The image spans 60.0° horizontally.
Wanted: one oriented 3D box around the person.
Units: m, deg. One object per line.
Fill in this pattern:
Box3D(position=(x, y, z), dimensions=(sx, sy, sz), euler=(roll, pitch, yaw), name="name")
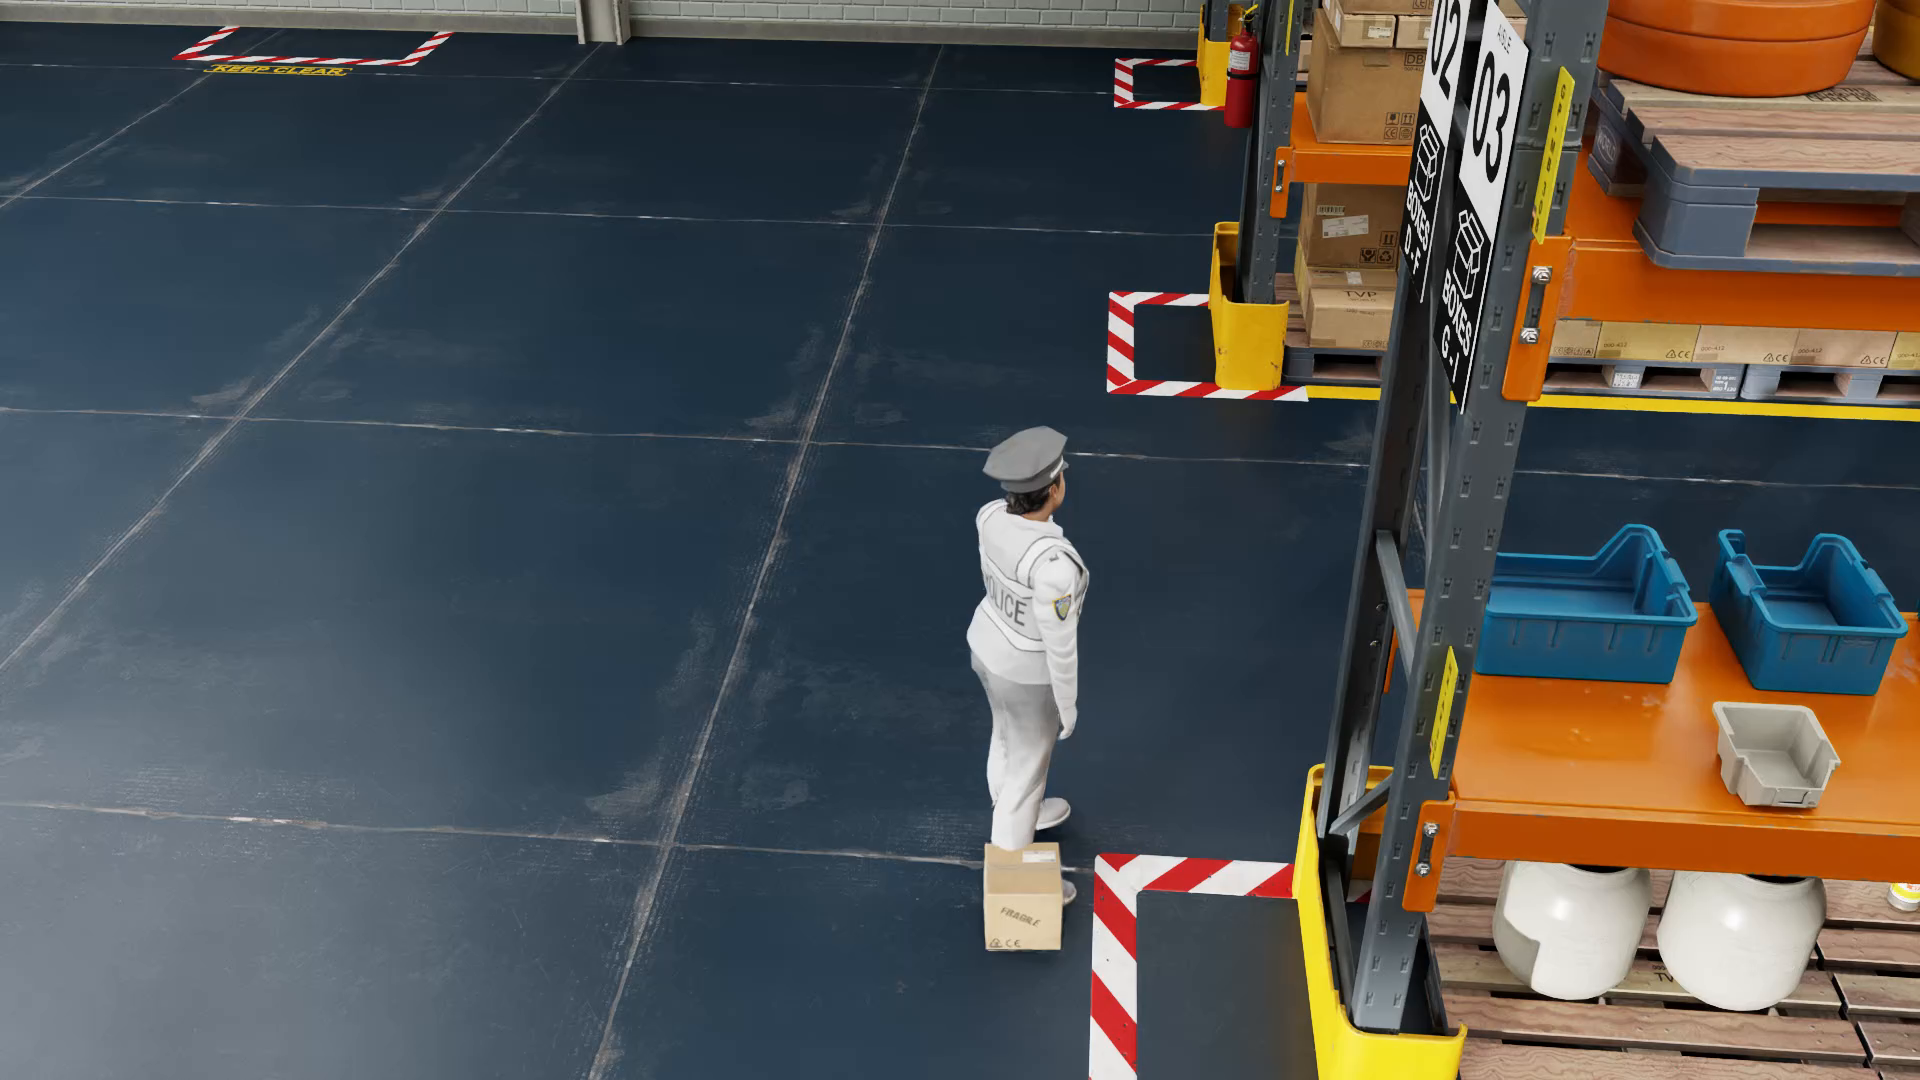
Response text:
Box3D(position=(0.247, 0.408, 5.436), dimensions=(0.430, 1.673, 0.541), euler=(-17, 36, -24), name="person")
